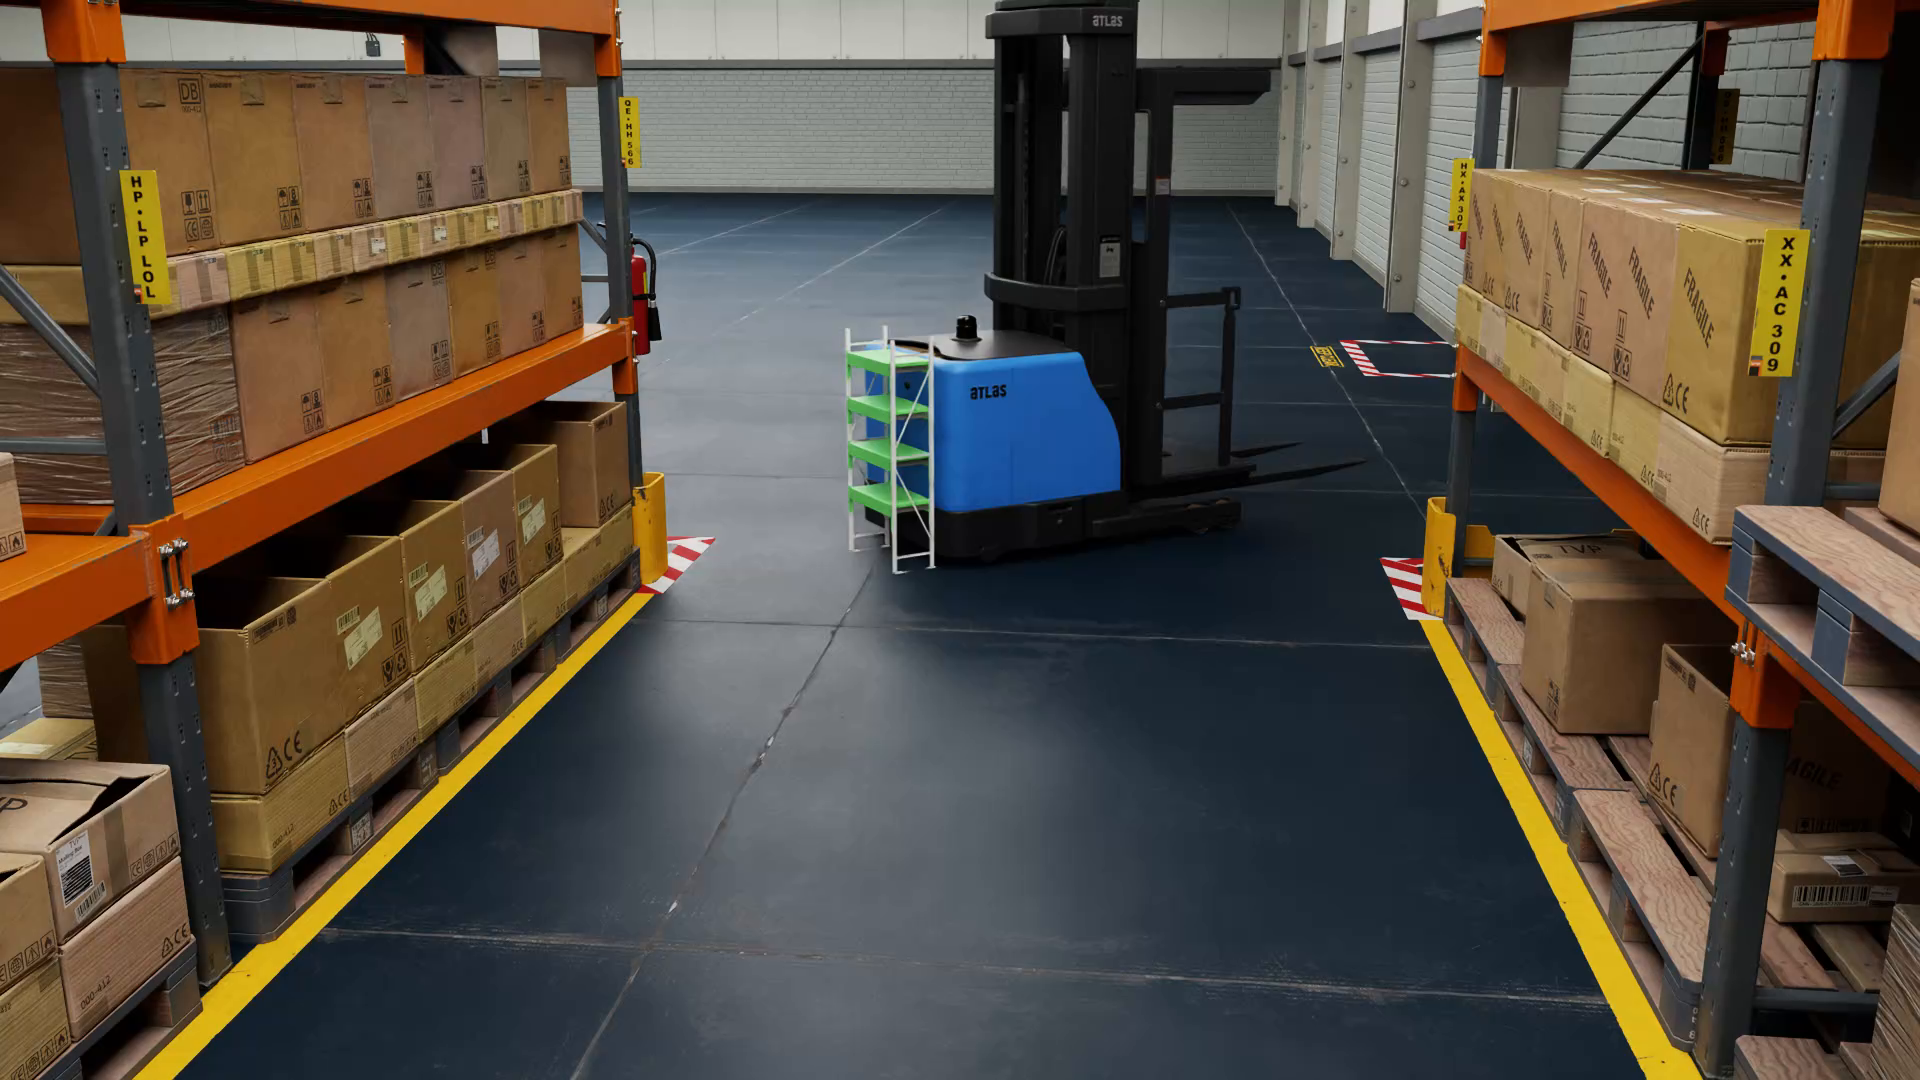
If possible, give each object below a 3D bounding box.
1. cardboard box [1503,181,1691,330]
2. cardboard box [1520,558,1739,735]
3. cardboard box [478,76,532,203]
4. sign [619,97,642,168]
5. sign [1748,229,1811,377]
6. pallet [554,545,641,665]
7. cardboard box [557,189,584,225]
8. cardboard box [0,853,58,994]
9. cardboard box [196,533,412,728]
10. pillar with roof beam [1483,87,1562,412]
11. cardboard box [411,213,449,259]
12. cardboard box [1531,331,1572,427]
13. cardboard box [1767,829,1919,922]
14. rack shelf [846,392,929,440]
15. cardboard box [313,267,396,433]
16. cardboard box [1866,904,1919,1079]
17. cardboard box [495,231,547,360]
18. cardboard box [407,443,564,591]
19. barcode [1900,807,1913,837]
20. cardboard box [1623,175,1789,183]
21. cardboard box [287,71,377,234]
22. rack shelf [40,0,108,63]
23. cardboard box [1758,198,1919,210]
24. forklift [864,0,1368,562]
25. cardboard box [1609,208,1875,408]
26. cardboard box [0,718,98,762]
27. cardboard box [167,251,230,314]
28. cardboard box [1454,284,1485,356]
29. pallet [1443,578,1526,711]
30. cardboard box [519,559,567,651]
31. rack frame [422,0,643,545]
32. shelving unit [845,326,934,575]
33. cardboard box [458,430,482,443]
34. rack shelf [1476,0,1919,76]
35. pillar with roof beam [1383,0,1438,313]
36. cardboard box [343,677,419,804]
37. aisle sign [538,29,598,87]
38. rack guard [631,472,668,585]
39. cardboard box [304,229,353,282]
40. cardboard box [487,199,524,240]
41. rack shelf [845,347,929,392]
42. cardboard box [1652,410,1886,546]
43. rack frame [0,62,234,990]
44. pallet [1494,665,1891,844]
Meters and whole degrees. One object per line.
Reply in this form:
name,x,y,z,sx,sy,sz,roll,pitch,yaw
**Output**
cardboard box,2.336,-1.054,6.127,0.500,0.500,0.500,1,15,4
cardboard box,2.454,0.376,5.971,0.700,0.500,0.500,1,15,3
cardboard box,-2.229,-1.680,6.952,0.700,0.500,0.500,1,15,5
sign,-1.567,-1.930,7.882,0.100,0.325,0.005,2,15,6
sign,1.827,-0.526,3.703,0.100,0.325,0.005,2,15,6
pallet,-2.149,0.269,7.763,1.003,0.211,1.213,2,15,6
cardboard box,-1.958,-1.533,7.652,0.380,0.149,0.250,1,15,5
cardboard box,-2.369,0.863,3.612,0.500,0.311,0.500,2,15,8
cardboard box,-2.144,0.282,5.398,0.500,0.500,0.500,2,15,6
pillar with roof beam,-0.002,-5.504,12.276,9.100,9.000,0.400,2,15,6
cardboard box,-2.131,-1.131,6.164,0.380,0.149,0.250,1,15,5
cardboard box,2.281,-0.554,5.712,0.500,0.250,0.500,2,15,7
cardboard box,2.398,0.921,4.593,0.380,0.166,0.250,0,15,-1
rack shelf,-0.364,-0.644,8.572,0.258,0.148,0.480,-9,17,-29
cardboard box,-2.398,-0.670,5.701,0.700,0.500,0.500,2,15,7
cardboard box,2.300,1.091,3.325,0.700,0.500,0.500,2,15,8
cardboard box,-2.224,-1.068,7.173,0.700,0.500,0.500,2,15,8
cardboard box,-1.967,-0.106,6.836,0.500,0.500,0.500,2,15,6
barcode,2.761,0.824,4.852,0.001,0.075,0.075,2,15,6
cardboard box,2.910,-1.172,6.563,0.500,0.500,0.500,2,15,7
cardboard box,-2.399,-1.290,5.509,0.700,0.500,0.500,2,15,6
rack shelf,-2.781,-0.821,2.084,1.077,0.370,4.000,2,15,6
cardboard box,2.751,-0.772,5.085,0.500,0.500,0.500,2,15,8
forklift,1.000,-1.559,9.313,3.031,2.935,1.130,-9,17,-29
cardboard box,2.164,-0.655,4.650,0.500,0.500,0.500,2,15,6
cardboard box,-2.720,0.759,5.073,0.500,0.250,0.500,2,15,6
cardboard box,-2.305,-0.730,4.680,0.380,0.149,0.250,2,15,7
cardboard box,2.448,-0.952,7.184,0.500,0.250,0.500,1,15,5
pallet,2.683,0.444,7.117,1.003,0.211,1.213,2,15,6
cardboard box,-1.970,0.255,6.934,0.500,0.250,0.500,2,15,6
rack frame,-2.104,-1.277,8.137,1.000,3.000,0.127,2,15,6
shelving unit,-0.364,-0.474,8.618,0.258,1.200,0.503,-9,17,-29
cardboard box,-2.440,-0.252,7.373,0.500,0.500,0.500,2,15,6
rack shelf,2.593,-1.714,5.385,1.077,0.370,4.000,2,15,6
pillar with roof beam,0.675,-7.060,18.031,9.100,9.000,0.400,2,15,6
cardboard box,-2.140,0.645,5.495,0.500,0.250,0.500,2,15,6
aisle sign,-1.805,-2.540,7.829,0.394,0.787,0.004,2,15,6
rack guard,-2.101,-0.076,8.486,1.175,0.500,0.348,2,15,6
cardboard box,-2.219,-0.930,5.419,0.380,0.149,0.250,1,15,4
cardboard box,-2.045,-1.334,6.914,0.380,0.149,0.250,2,15,7
rack shelf,-0.364,-0.876,8.509,0.258,0.148,0.480,-9,17,-29
cardboard box,2.119,-0.163,4.269,0.500,0.250,0.500,2,15,6
rack frame,-2.556,-0.239,4.300,1.000,3.000,0.127,2,15,6
pallet,2.543,0.759,5.950,1.003,0.211,1.213,2,15,6
